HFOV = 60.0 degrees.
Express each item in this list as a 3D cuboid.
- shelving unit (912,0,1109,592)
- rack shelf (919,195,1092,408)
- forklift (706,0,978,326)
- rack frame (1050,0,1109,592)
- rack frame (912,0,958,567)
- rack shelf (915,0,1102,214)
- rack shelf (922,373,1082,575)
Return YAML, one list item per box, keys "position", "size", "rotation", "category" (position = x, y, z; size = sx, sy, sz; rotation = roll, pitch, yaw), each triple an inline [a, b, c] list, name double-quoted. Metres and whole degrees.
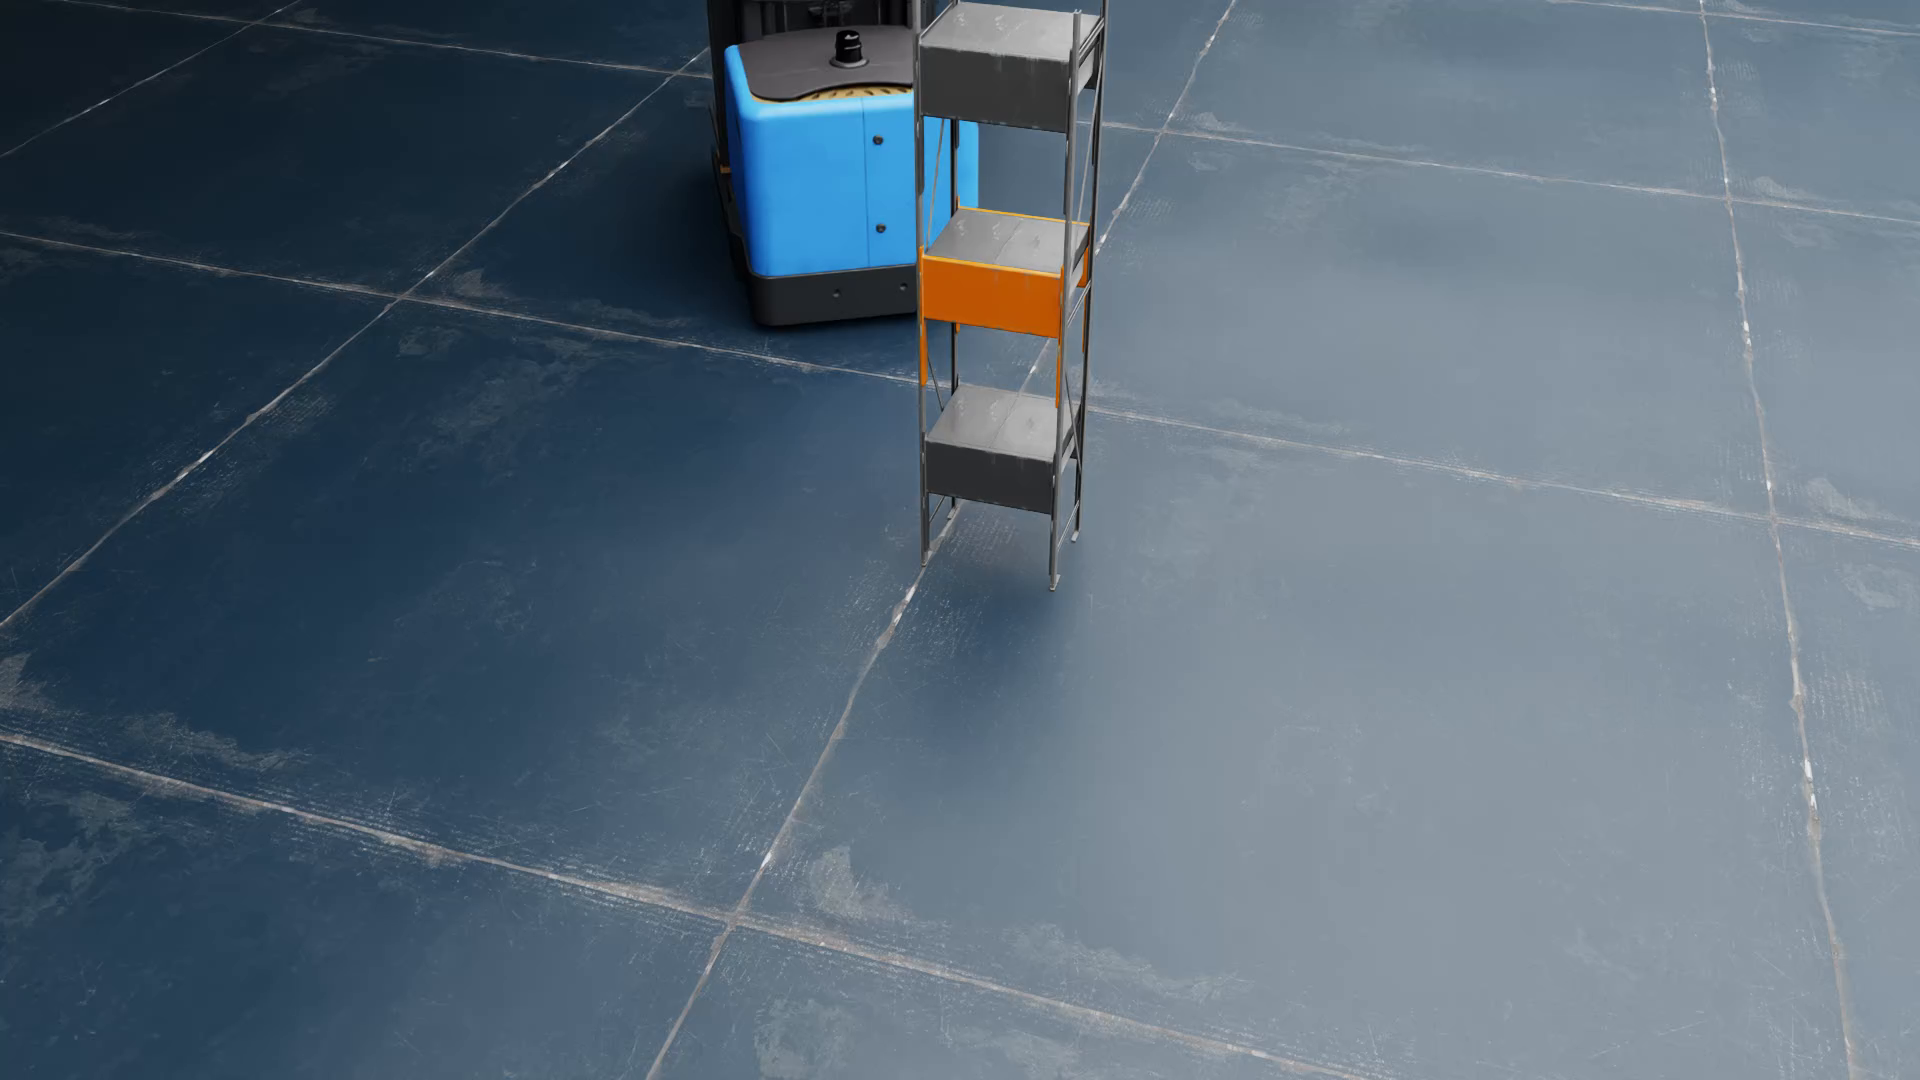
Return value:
- position: [0.158, -0.816, 5.588]
  size: [0.503, 2.100, 0.431]
  rotation: [10, 38, 14]
  category: "shelving unit"
- position: [0.158, -0.805, 5.596]
  size: [0.480, 0.518, 0.431]
  rotation: [10, 38, 14]
  category: "rack shelf"
- position: [-0.706, -3.009, 7.865]
  size: [1.130, 2.935, 3.031]
  rotation: [-7, 37, -9]
  category: "forklift"
- position: [0.391, -0.773, 5.529]
  size: [0.015, 2.100, 0.400]
  rotation: [10, 38, 14]
  category: "rack frame"
- position: [-0.075, -0.860, 5.646]
  size: [0.015, 2.100, 0.400]
  rotation: [10, 38, 14]
  category: "rack frame"
- position: [0.158, -1.369, 5.181]
  size: [0.480, 0.518, 0.431]
  rotation: [10, 38, 14]
  category: "rack shelf"
- position: [0.158, -0.242, 6.011]
  size: [0.480, 0.518, 0.431]
  rotation: [10, 38, 14]
  category: "rack shelf"
